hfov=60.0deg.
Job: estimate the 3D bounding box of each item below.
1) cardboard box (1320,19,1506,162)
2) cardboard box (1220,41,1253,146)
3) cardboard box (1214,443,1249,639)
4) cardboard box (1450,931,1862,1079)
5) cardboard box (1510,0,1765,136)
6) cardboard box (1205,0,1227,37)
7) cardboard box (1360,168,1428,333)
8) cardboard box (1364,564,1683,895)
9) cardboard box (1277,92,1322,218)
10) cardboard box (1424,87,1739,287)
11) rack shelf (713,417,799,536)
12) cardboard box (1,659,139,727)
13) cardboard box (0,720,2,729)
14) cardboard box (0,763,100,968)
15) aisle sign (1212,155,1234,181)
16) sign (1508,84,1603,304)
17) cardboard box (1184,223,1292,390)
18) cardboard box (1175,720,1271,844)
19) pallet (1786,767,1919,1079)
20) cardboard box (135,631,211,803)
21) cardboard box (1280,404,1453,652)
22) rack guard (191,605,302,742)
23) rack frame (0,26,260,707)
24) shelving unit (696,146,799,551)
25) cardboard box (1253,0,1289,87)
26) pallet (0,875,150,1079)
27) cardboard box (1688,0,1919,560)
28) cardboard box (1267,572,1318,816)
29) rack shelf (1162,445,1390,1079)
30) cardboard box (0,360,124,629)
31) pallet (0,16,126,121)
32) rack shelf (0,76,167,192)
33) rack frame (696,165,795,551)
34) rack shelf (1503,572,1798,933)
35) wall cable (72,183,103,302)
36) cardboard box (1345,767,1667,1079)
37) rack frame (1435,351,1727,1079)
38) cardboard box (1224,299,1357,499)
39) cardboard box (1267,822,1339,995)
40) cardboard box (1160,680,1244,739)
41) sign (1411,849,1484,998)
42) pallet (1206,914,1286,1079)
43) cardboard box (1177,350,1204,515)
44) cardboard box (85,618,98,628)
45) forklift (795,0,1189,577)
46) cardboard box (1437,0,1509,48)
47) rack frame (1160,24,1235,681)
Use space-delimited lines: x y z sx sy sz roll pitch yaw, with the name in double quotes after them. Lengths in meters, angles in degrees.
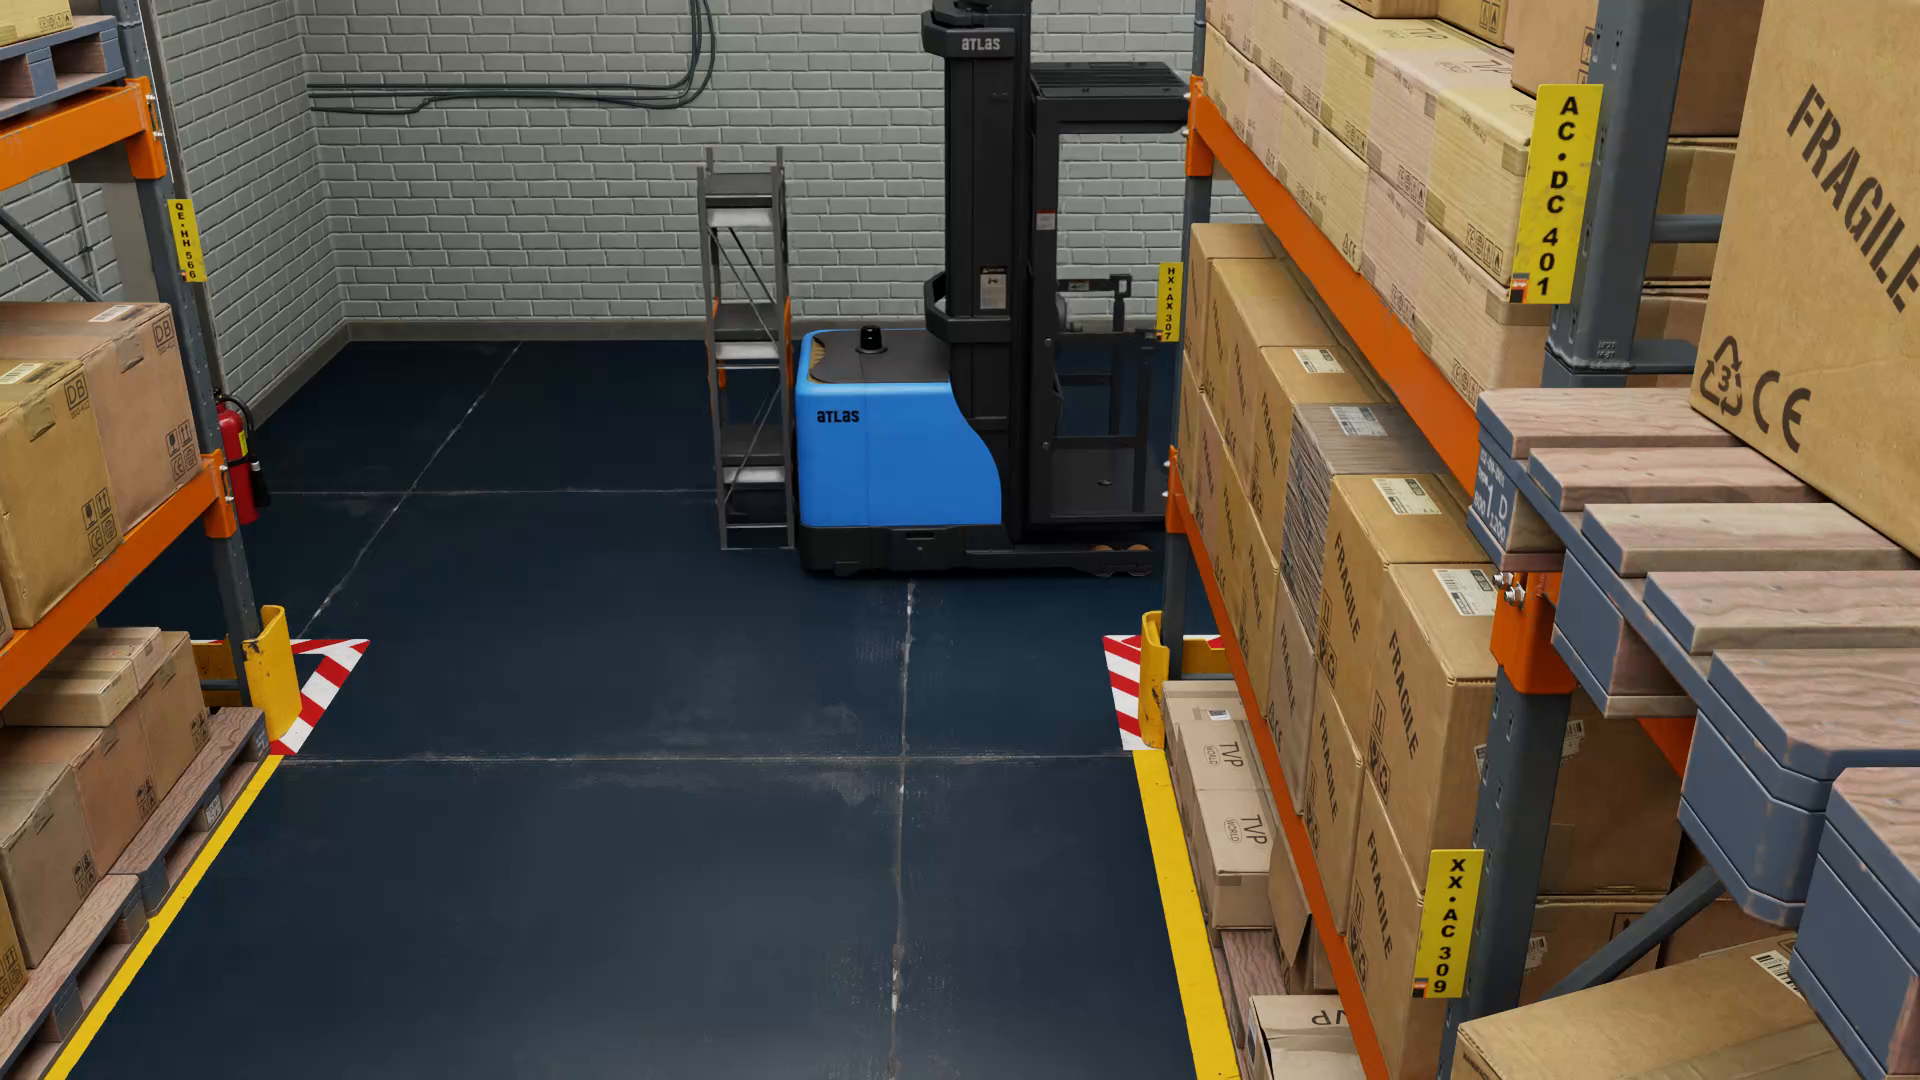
1.147 -1.050 3.867 0.500 0.250 0.500 0 24 -1 "cardboard box"
1.129 -1.440 5.337 0.500 0.250 0.500 0 24 -1 "cardboard box"
1.140 -0.003 5.495 0.500 0.500 0.500 0 24 -1 "cardboard box"
1.210 1.047 2.665 0.700 0.500 0.500 -9 26 -18 "cardboard box"
1.385 -0.981 2.804 0.700 0.500 0.500 0 24 -1 "cardboard box"
1.130 -1.874 5.689 0.500 0.250 0.500 0 24 -1 "cardboard box"
1.163 -0.616 3.515 0.500 0.250 0.500 0 24 -1 "cardboard box"
1.164 0.379 3.437 0.500 0.500 0.500 0 24 0 "cardboard box"
1.148 -1.028 4.426 0.500 0.250 0.500 0 24 -1 "cardboard box"
1.152 -0.638 2.956 0.500 0.250 0.500 0 24 -1 "cardboard box"
-1.120 -0.353 9.214 0.431 0.518 0.480 -1 24 -2 "rack shelf"
-3.273 0.560 6.108 0.380 0.149 0.250 0 24 1 "cardboard box"
-3.653 0.664 5.878 0.380 0.149 0.250 0 24 0 "cardboard box"
-3.449 1.112 5.675 0.700 0.500 0.500 -1 24 -2 "cardboard box"
1.091 -1.772 6.374 0.394 0.787 0.004 0 24 -1 "aisle sign"
0.886 -0.509 2.469 0.100 0.325 0.005 0 24 -1 "sign"
1.126 -0.878 6.217 0.500 0.500 0.500 0 24 1 "cardboard box"
1.113 0.923 6.372 0.500 0.250 0.500 0 24 -1 "cardboard box"
1.380 0.503 1.087 1.213 0.211 1.003 0 24 -1 "pallet"
-3.461 0.698 6.589 0.700 0.500 0.500 0 24 -1 "cardboard box"
1.151 -0.040 4.363 0.500 0.500 0.500 0 24 0 "cardboard box"
-3.568 0.592 7.335 1.175 0.500 0.348 0 24 -1 "rack guard"
-3.568 -0.537 6.798 1.000 3.000 0.127 0 24 -1 "rack frame"
-1.120 -1.003 8.920 0.431 2.100 0.503 -1 24 -2 "shelving unit"
1.141 -1.462 4.778 0.500 0.250 0.500 0 24 -1 "cardboard box"
-3.471 1.564 5.536 1.003 0.211 1.213 0 24 -1 "pallet"
1.361 -0.354 2.000 0.600 0.600 0.600 -3 24 -6 "cardboard box"
1.152 0.413 4.576 0.500 0.500 0.500 0 24 1 "cardboard box"
1.407 0.591 5.176 1.077 0.370 4.000 0 24 -1 "rack shelf"
-3.534 -0.164 5.608 0.980 0.700 0.700 0 24 -1 "cardboard box"
-3.550 -1.558 5.522 1.003 0.211 1.213 0 24 -1 "pallet"
-3.546 -0.752 4.506 1.077 0.370 4.000 0 24 -1 "rack shelf"
-1.109 -0.903 8.698 0.400 2.100 0.015 -1 24 -2 "rack frame"
1.451 0.873 0.914 1.077 0.370 4.000 0 24 -1 "rack shelf"
-4.528 -1.523 7.745 0.084 1.984 1.851 0 24 -1 "wall cable"
1.167 0.837 3.638 0.500 0.500 0.500 0 24 0 "cardboard box"
1.429 1.087 3.206 1.000 3.000 0.127 0 24 -1 "rack frame"
1.140 -0.456 5.285 0.500 0.500 0.500 0 24 0 "cardboard box"
1.403 1.250 5.341 0.797 0.503 0.637 0 24 -1 "cardboard box"
1.046 0.712 6.962 0.380 0.149 0.250 0 24 -1 "cardboard box"
0.886 0.698 3.015 0.100 0.325 0.005 0 24 -1 "sign"
1.406 1.571 5.521 1.003 0.211 1.213 0 24 -1 "pallet"
1.126 -0.422 6.423 0.500 0.500 0.500 0 24 1 "cardboard box"
-3.662 0.352 6.568 0.380 0.149 0.250 0 24 0 "cardboard box"
0.646 -1.356 8.690 3.031 2.935 1.130 -1 24 -2 "forklift"
1.510 -1.393 3.716 0.700 0.500 0.500 0 24 -1 "cardboard box"
1.385 -0.561 6.850 1.000 3.000 0.127 0 24 -1 "rack frame"
